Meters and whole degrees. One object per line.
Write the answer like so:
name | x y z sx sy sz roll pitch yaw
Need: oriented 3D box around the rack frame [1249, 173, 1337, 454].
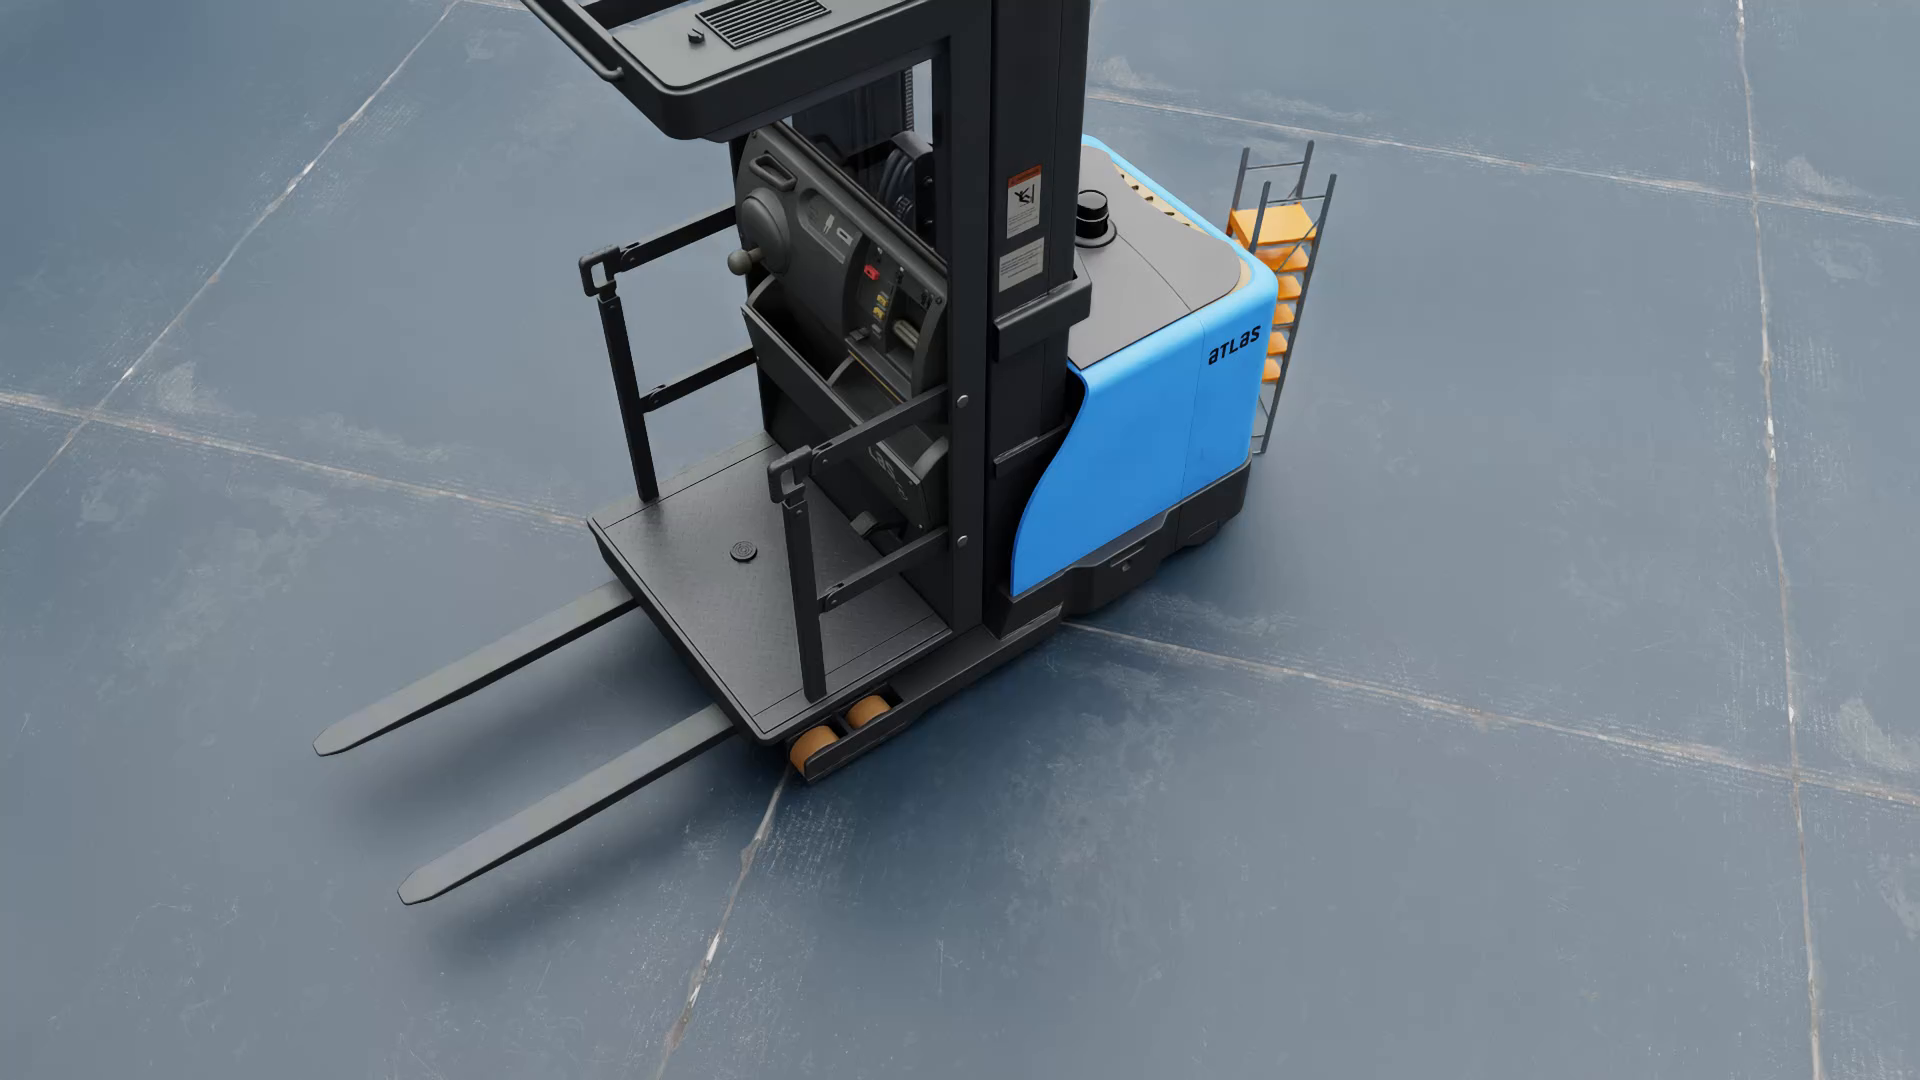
rack frame | 1.021 -0.710 5.564 0.240 1.200 0.006 -8 48 -11

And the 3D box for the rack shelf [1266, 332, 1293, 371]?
rack shelf | 0.991 -0.664 5.744 0.258 0.103 0.180 -8 48 -11

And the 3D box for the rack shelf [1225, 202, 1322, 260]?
rack shelf | 1.015 -0.990 5.392 0.258 0.103 0.180 -8 48 -11

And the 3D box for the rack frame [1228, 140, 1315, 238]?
rack frame | 0.977 -0.841 5.683 0.240 1.200 0.006 -8 48 -11

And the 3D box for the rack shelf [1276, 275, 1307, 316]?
rack shelf | 1.003 -0.827 5.568 0.258 0.103 0.180 -8 48 -11

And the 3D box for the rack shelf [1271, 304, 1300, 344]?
rack shelf | 0.997 -0.745 5.656 0.258 0.103 0.180 -8 48 -11

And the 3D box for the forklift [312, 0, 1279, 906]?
forklift | -0.503 -0.693 4.406 3.031 2.935 1.130 -29 55 -23

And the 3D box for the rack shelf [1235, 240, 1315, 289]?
rack shelf | 1.009 -0.908 5.480 0.258 0.103 0.180 -8 48 -11

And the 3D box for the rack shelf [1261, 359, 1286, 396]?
rack shelf | 0.985 -0.582 5.831 0.258 0.103 0.180 -8 48 -11

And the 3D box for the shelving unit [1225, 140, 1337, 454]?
shelving unit | 0.999 -0.775 5.623 0.258 1.200 0.189 -8 48 -11
